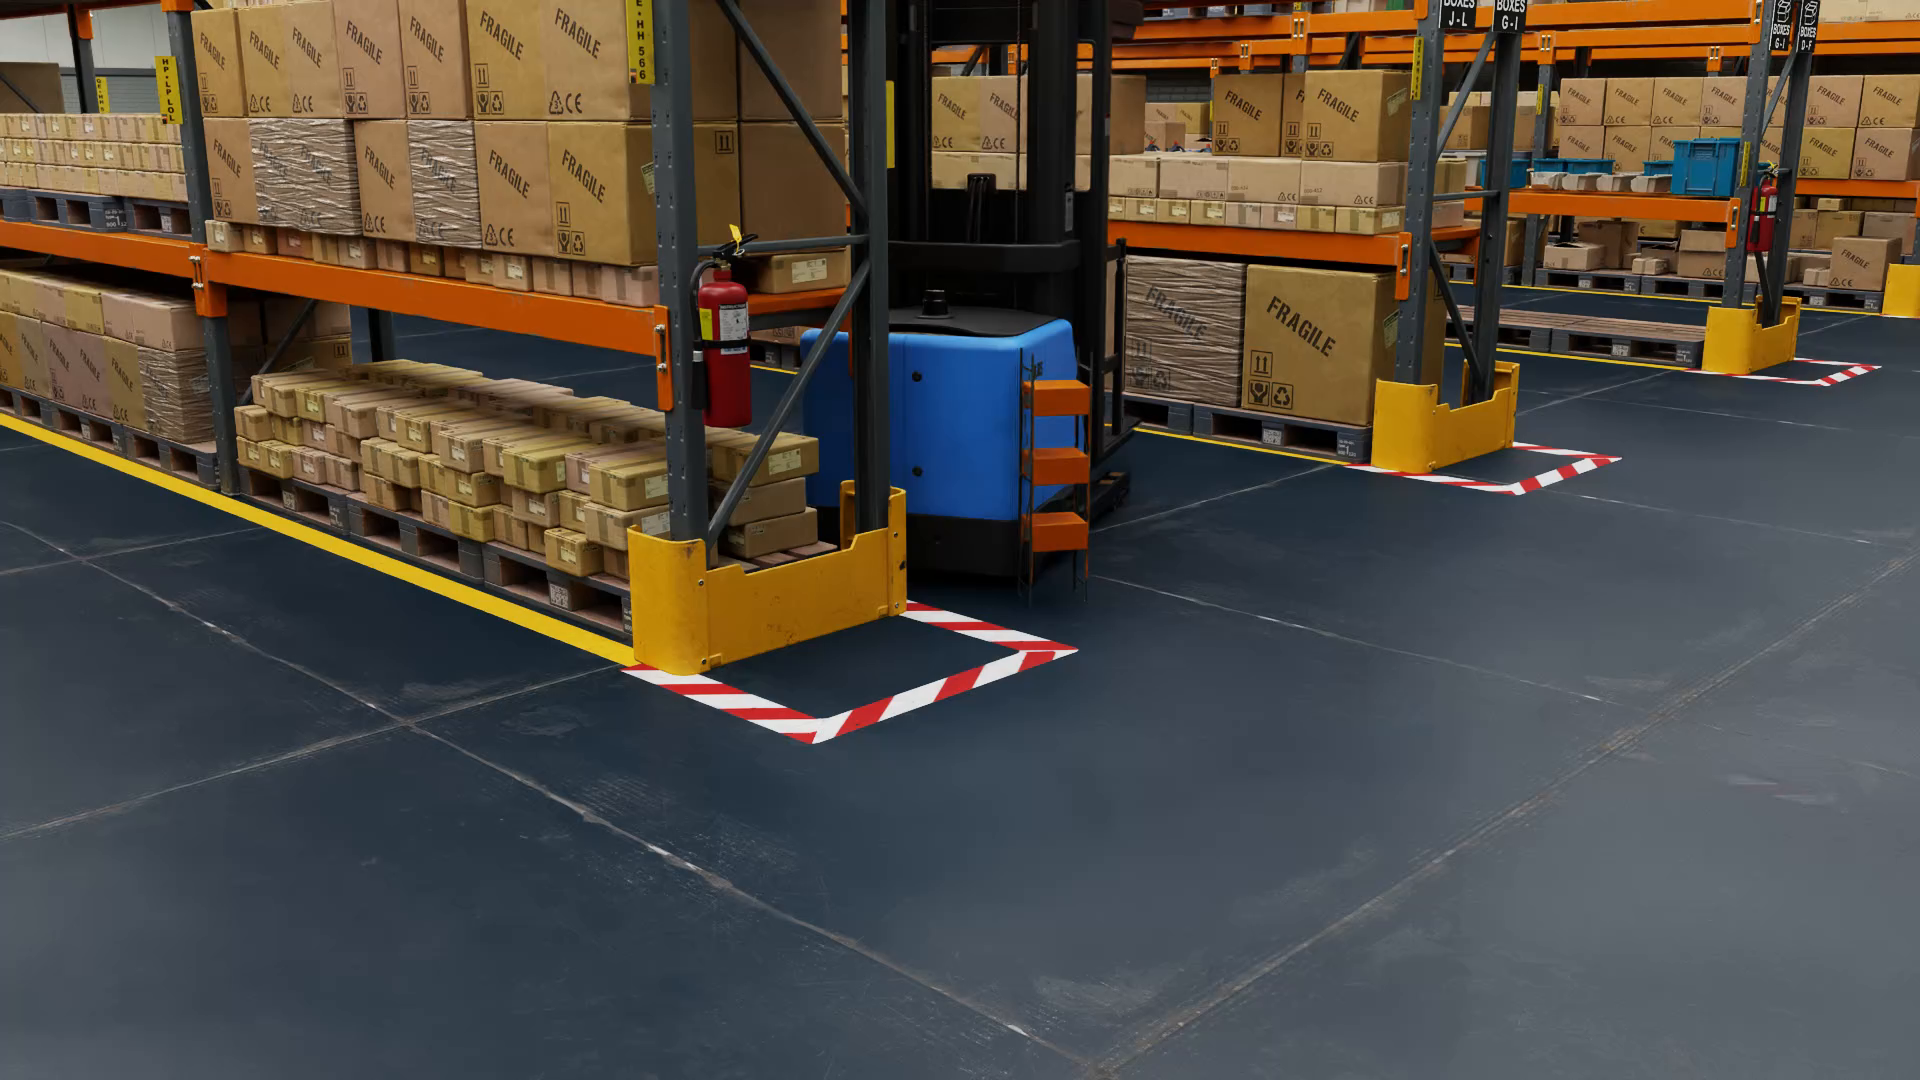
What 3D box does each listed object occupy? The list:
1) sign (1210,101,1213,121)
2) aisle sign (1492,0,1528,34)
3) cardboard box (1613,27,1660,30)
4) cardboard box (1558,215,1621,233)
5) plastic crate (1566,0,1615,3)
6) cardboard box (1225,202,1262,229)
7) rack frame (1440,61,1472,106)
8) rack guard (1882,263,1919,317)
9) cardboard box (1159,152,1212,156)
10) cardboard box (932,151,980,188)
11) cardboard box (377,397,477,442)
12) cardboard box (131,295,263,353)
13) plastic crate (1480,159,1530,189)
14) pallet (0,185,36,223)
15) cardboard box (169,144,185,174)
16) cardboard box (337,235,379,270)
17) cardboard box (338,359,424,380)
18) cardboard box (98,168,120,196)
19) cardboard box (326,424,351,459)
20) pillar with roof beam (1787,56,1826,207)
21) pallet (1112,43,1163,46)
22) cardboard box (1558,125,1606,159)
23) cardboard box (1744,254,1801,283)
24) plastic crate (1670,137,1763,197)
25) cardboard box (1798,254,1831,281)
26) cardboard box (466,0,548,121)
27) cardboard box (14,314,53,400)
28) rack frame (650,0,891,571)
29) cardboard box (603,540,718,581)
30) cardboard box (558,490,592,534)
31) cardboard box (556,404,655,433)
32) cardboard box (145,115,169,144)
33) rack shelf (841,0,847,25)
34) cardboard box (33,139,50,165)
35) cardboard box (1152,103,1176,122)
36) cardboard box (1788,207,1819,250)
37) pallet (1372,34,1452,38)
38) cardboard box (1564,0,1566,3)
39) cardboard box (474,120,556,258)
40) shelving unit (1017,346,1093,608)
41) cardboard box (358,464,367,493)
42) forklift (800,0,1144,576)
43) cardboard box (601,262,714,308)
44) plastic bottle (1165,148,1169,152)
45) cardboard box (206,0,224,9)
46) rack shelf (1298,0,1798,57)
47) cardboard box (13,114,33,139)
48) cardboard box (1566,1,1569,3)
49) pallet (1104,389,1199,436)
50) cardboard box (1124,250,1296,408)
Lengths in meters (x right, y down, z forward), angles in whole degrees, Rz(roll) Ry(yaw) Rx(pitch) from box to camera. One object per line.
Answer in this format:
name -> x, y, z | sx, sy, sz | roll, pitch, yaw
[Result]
sign -> 4.154, -7.073, 27.411 | 0.005, 0.325, 0.100 | 14, 20, 42
aisle sign -> 3.109, -3.256, 9.324 | 0.004, 0.787, 0.394 | 14, 20, 42
cardboard box -> 7.384, -5.615, 17.880 | 0.500, 0.250, 0.500 | 14, 20, 42
cardboard box -> 9.084, -4.762, 23.689 | 0.750, 0.750, 0.750 | -14, 20, -43
plastic crate -> 5.378, -4.594, 13.789 | 0.767, 0.338, 0.504 | 14, 20, 42
cardboard box -> 1.816, -1.971, 10.045 | 0.250, 0.149, 0.380 | 14, 20, 43
rack frame -> 7.405, -6.054, 25.217 | 0.127, 3.000, 1.000 | 14, 20, 42
rack guard -> 9.673, -2.558, 16.756 | 0.348, 0.500, 1.175 | 14, 20, 42
cardboard box -> 1.574, -2.429, 11.015 | 0.500, 0.250, 0.500 | 13, 20, 41
cardboard box -> 0.126, -2.598, 11.661 | 0.500, 0.250, 0.500 | 13, 20, 41
cardboard box -> -2.485, -0.560, 7.772 | 0.250, 0.149, 0.380 | 13, 19, 40
cardboard box -> -4.257, -1.215, 9.283 | 0.500, 0.250, 0.500 | 13, 19, 41
plastic crate -> 4.631, -3.116, 14.156 | 0.300, 0.233, 0.416 | 14, 20, 42
pallet -> -5.838, -2.276, 11.097 | 1.003, 0.211, 1.213 | 14, 20, 42
cardboard box -> -3.969, -2.033, 8.862 | 0.380, 0.149, 0.250 | -14, 20, -42
cardboard box -> -2.587, -1.322, 7.554 | 0.380, 0.149, 0.250 | -13, 20, -42
cardboard box -> -3.109, -0.870, 8.965 | 0.380, 0.149, 0.250 | -14, 20, -43
cardboard box -> -4.719, -2.070, 9.593 | 0.250, 0.149, 0.380 | 13, 19, 40
cardboard box -> -2.870, -0.508, 8.164 | 0.250, 0.149, 0.380 | 12, 19, 39
pillar with roof beam -> 8.400, -7.510, 18.907 | 0.400, 9.000, 9.100 | 14, 20, 42
pallet -> 2.611, -6.812, 22.551 | 1.003, 0.211, 1.213 | -13, 20, -42
cardboard box -> 7.026, -4.364, 18.532 | 0.500, 0.500, 0.500 | -14, 20, -43
cardboard box -> 8.502, -2.858, 17.534 | 0.500, 0.250, 0.500 | 14, 20, 42
plastic crate -> 5.916, -2.926, 13.025 | 0.499, 0.435, 0.616 | 14, 20, 42
cardboard box -> 9.173, -2.870, 17.580 | 0.500, 0.250, 0.500 | 14, 20, 42
cardboard box -> -1.533, -1.874, 6.402 | 0.500, 0.500, 0.500 | 13, 19, 40
cardboard box -> -5.729, -1.210, 10.752 | 0.500, 0.500, 0.500 | 14, 20, 43
rack frame -> -0.666, -1.074, 6.104 | 0.127, 3.000, 1.000 | 14, 20, 42
cardboard box -> -1.190, 0.048, 6.619 | 0.250, 0.149, 0.380 | 14, 20, 43
cardboard box -> -1.395, -0.137, 6.742 | 0.250, 0.149, 0.380 | 13, 19, 41
cardboard box -> -1.611, -0.511, 7.586 | 0.380, 0.149, 0.250 | -14, 20, -42
cardboard box -> -4.164, -2.225, 9.008 | 0.250, 0.149, 0.380 | 13, 19, 41
rack shelf -> -1.470, -4.110, 13.234 | 4.000, 0.370, 1.077 | 14, 20, 42
cardboard box -> -5.465, -2.397, 10.259 | 0.250, 0.149, 0.380 | 14, 20, 42
cardboard box -> 3.607, -7.167, 28.258 | 0.500, 0.500, 0.500 | 14, 20, 42
cardboard box -> 11.111, -4.109, 21.879 | 0.500, 0.500, 0.700 | 13, 20, 42
pallet -> 5.679, -6.122, 19.903 | 1.003, 0.211, 1.213 | 14, 20, 42
cardboard box -> 6.537, -6.307, 19.010 | 0.600, 0.600, 0.600 | 11, 18, 37
cardboard box -> -1.536, -1.389, 6.526 | 0.500, 0.500, 0.500 | 13, 20, 41
shelving unit -> 0.388, -0.260, 6.847 | 0.252, 1.050, 0.215 | -3, 15, -12
cardboard box -> -2.665, -0.319, 8.027 | 0.250, 0.149, 0.380 | 13, 19, 40
forklift -> 0.255, -1.591, 8.225 | 1.130, 2.935, 3.031 | 5, 15, 18
cardboard box -> -1.097, -0.958, 6.158 | 0.250, 0.149, 0.380 | 14, 20, 42
plastic bottle -> 2.125, -3.939, 17.332 | 0.133, 0.283, 0.061 | 14, 20, 42
cardboard box -> -8.512, -6.175, 19.241 | 0.380, 0.149, 0.250 | -14, 20, -43
rack shelf -> 4.847, -4.309, 13.998 | 4.000, 0.370, 1.077 | 14, 20, 42
cardboard box -> -5.668, -2.591, 10.411 | 0.250, 0.149, 0.380 | 13, 19, 40
cardboard box -> 8.601, -7.510, 23.785 | 0.700, 0.500, 0.500 | -13, 20, -41
pallet -> 1.345, -0.946, 11.145 | 1.213, 0.211, 1.003 | 14, 20, 42
cardboard box -> 1.678, -1.388, 10.692 | 0.875, 0.875, 0.875 | 14, 20, 42
